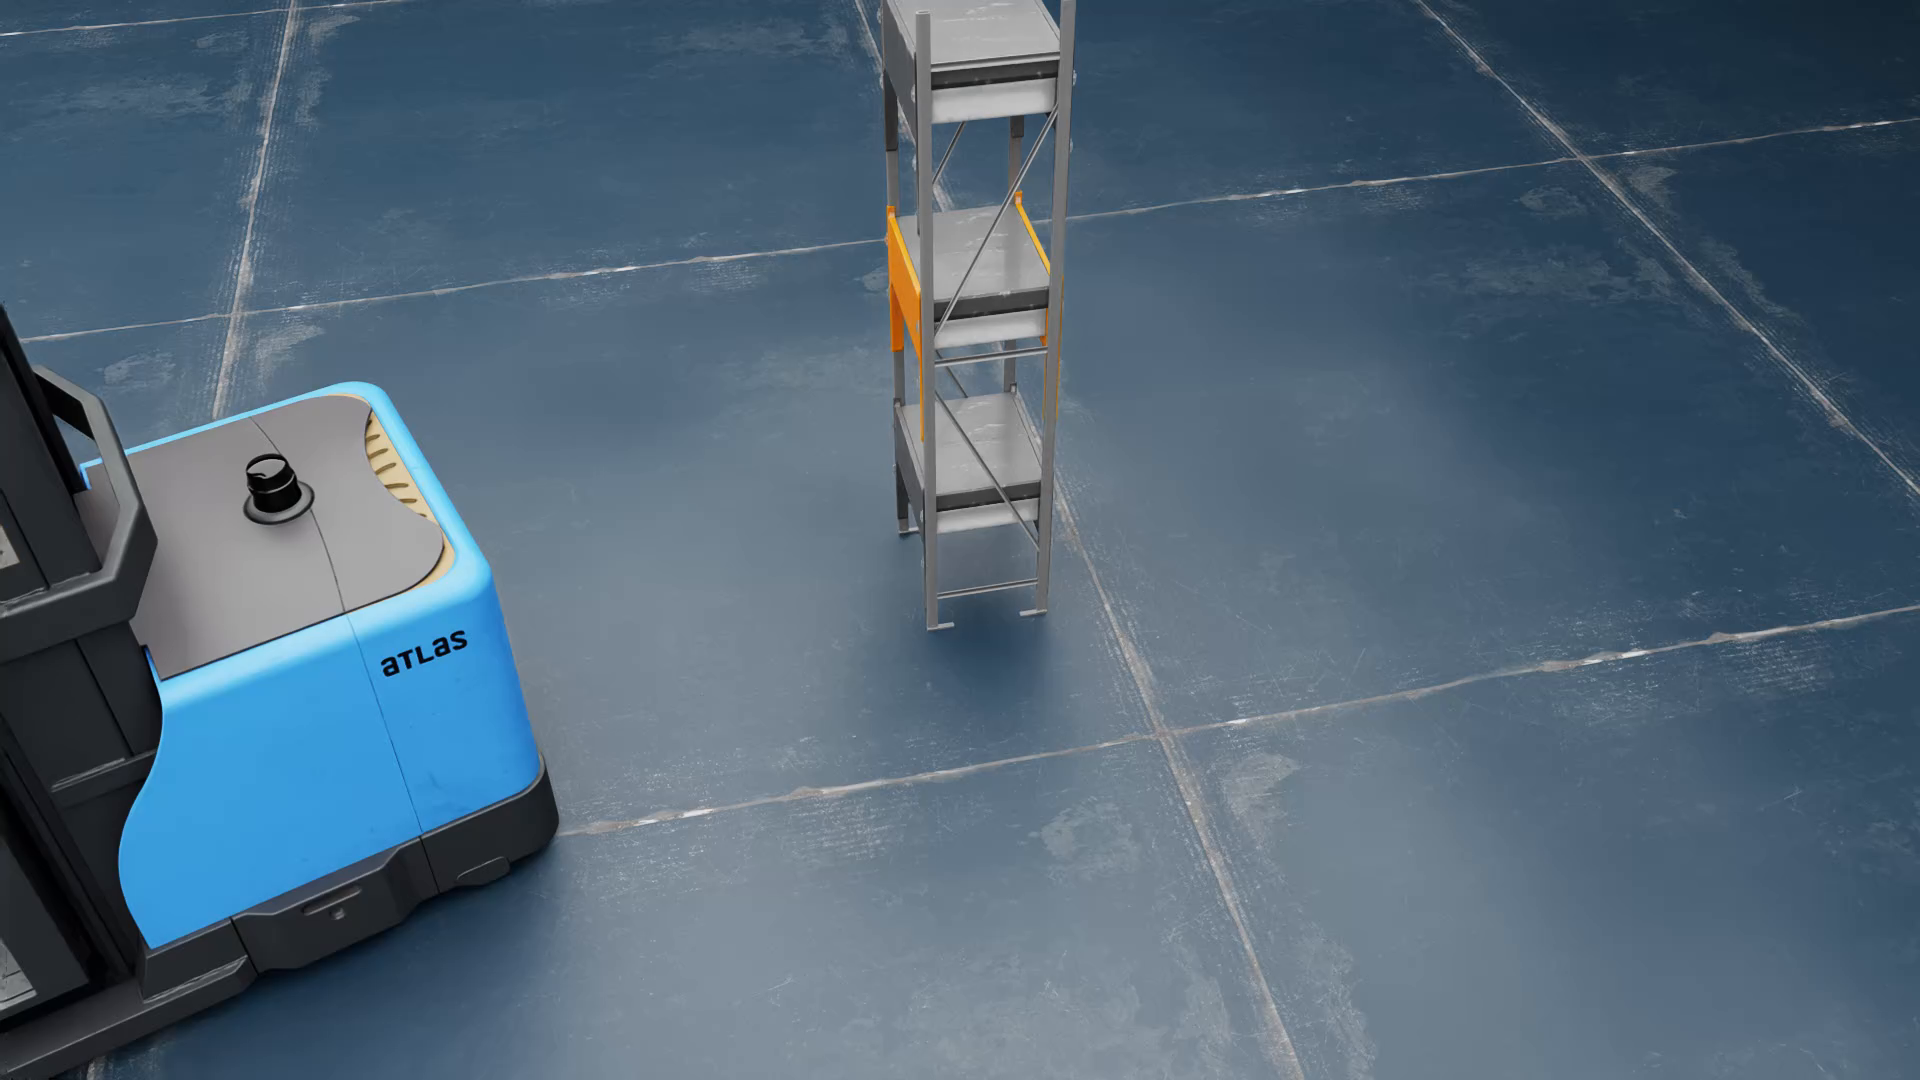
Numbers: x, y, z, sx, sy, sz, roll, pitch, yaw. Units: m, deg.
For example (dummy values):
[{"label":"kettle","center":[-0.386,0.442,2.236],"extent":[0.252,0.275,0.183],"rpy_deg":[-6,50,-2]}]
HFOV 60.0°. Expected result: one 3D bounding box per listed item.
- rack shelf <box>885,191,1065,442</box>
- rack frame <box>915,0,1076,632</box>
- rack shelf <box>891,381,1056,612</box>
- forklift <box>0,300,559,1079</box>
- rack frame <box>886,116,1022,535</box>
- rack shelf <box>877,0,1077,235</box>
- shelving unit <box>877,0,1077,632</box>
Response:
[{"label":"rack shelf","center":[0.036,-0.668,4.941],"extent":[0.431,0.518,0.480],"rpy_deg":[-8,42,-9]},{"label":"rack frame","center":[0.088,-0.520,4.754],"extent":[0.400,2.100,0.015],"rpy_deg":[-8,42,-9]},{"label":"rack shelf","center":[0.036,-0.144,5.406],"extent":[0.431,0.518,0.480],"rpy_deg":[-8,42,-9]},{"label":"forklift","center":[-2.665,0.025,3.514],"extent":[3.031,2.935,1.130],"rpy_deg":[-22,46,-23]},{"label":"rack frame","center":[-0.017,-0.836,5.110],"extent":[0.400,2.100,0.015],"rpy_deg":[-8,42,-9]},{"label":"rack shelf","center":[0.036,-1.191,4.476],"extent":[0.431,0.518,0.480],"rpy_deg":[-8,42,-9]},{"label":"shelving unit","center":[0.036,-0.678,4.932],"extent":[0.431,2.100,0.503],"rpy_deg":[-8,42,-9]}]
